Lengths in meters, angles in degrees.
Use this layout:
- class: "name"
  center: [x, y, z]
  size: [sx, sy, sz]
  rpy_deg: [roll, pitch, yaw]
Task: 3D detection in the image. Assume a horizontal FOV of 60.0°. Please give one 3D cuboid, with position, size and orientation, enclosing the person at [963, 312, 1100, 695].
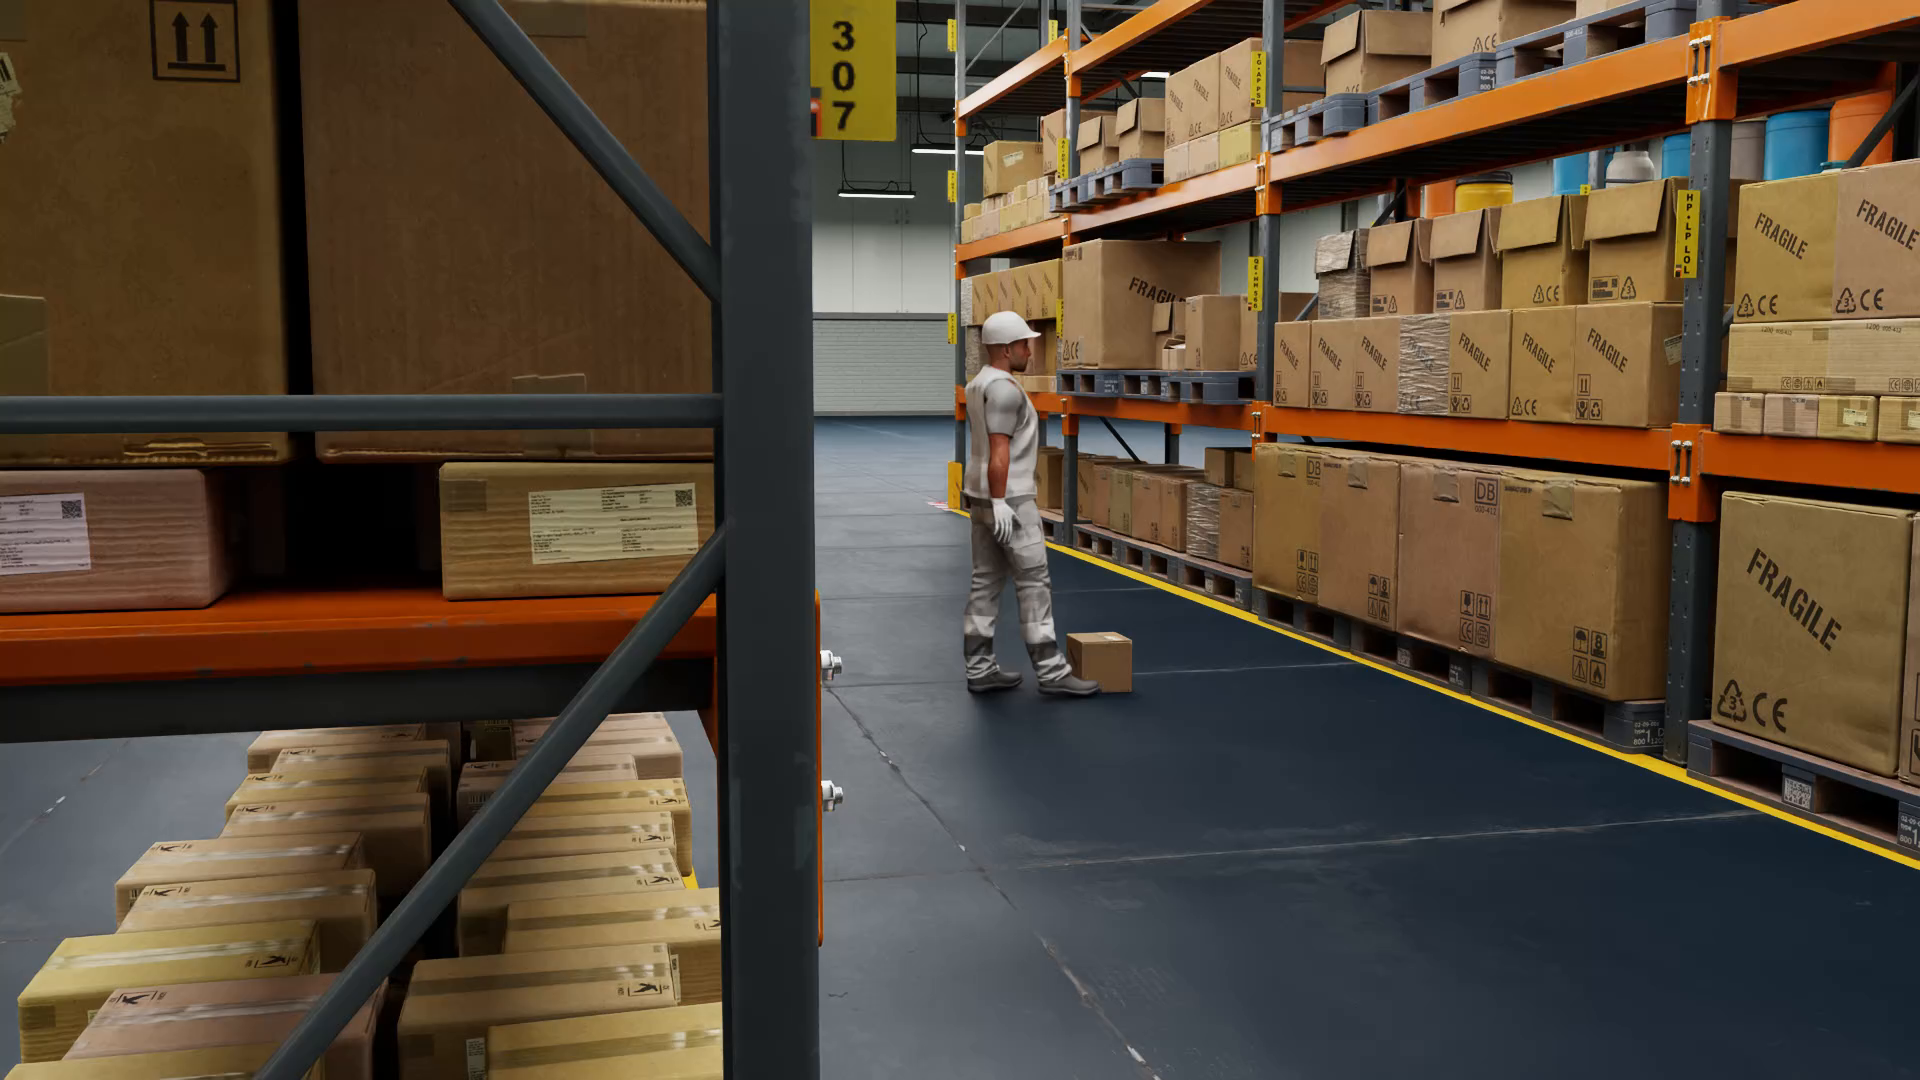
- class: "person"
  center: [0.313, -0.176, 7.865]
  size: [0.584, 1.787, 0.574]
  rpy_deg: [-2, 6, -19]
